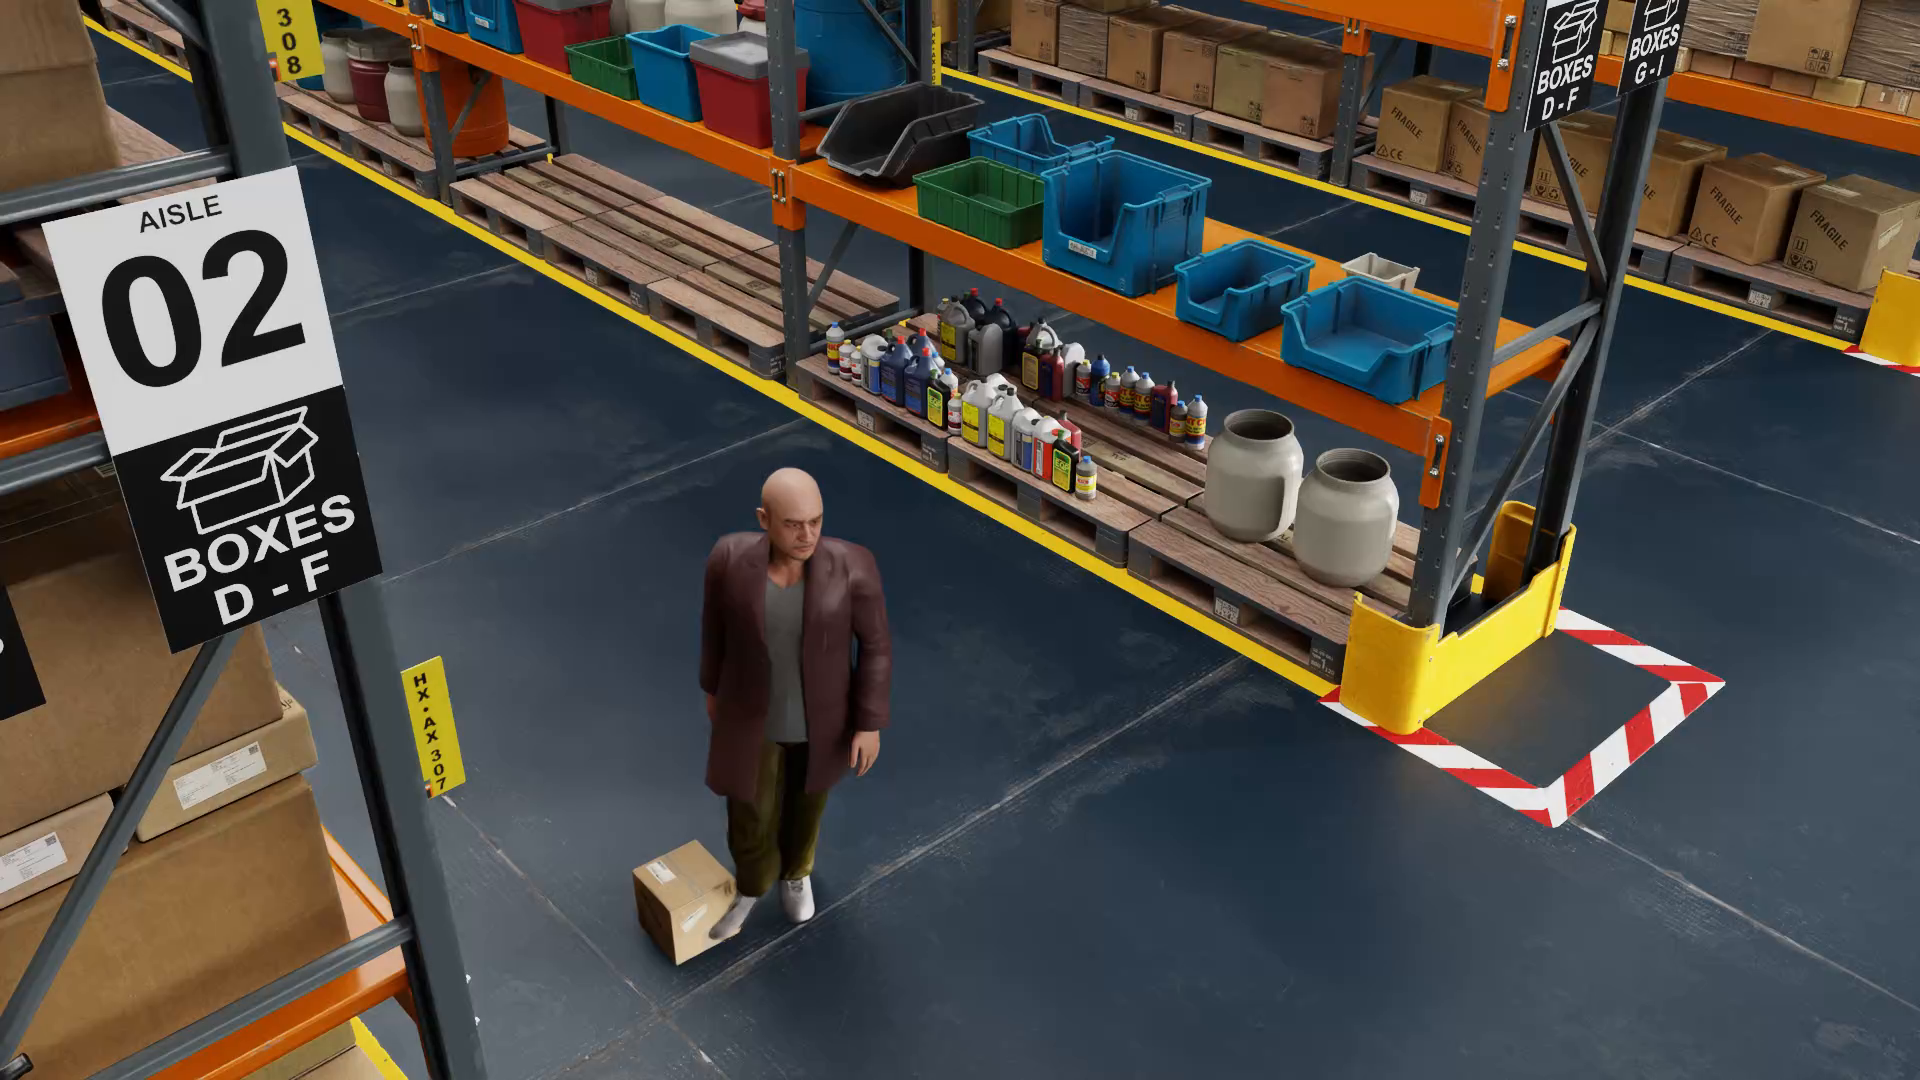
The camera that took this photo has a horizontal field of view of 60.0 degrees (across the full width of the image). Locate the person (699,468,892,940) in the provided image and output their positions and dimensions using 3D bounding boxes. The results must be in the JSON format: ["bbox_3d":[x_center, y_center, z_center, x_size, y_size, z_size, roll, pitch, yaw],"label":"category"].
[{"bbox_3d":[-0.540,0.526,5.236,0.654,1.765,0.591,-3,31,-5],"label":"person"}]
